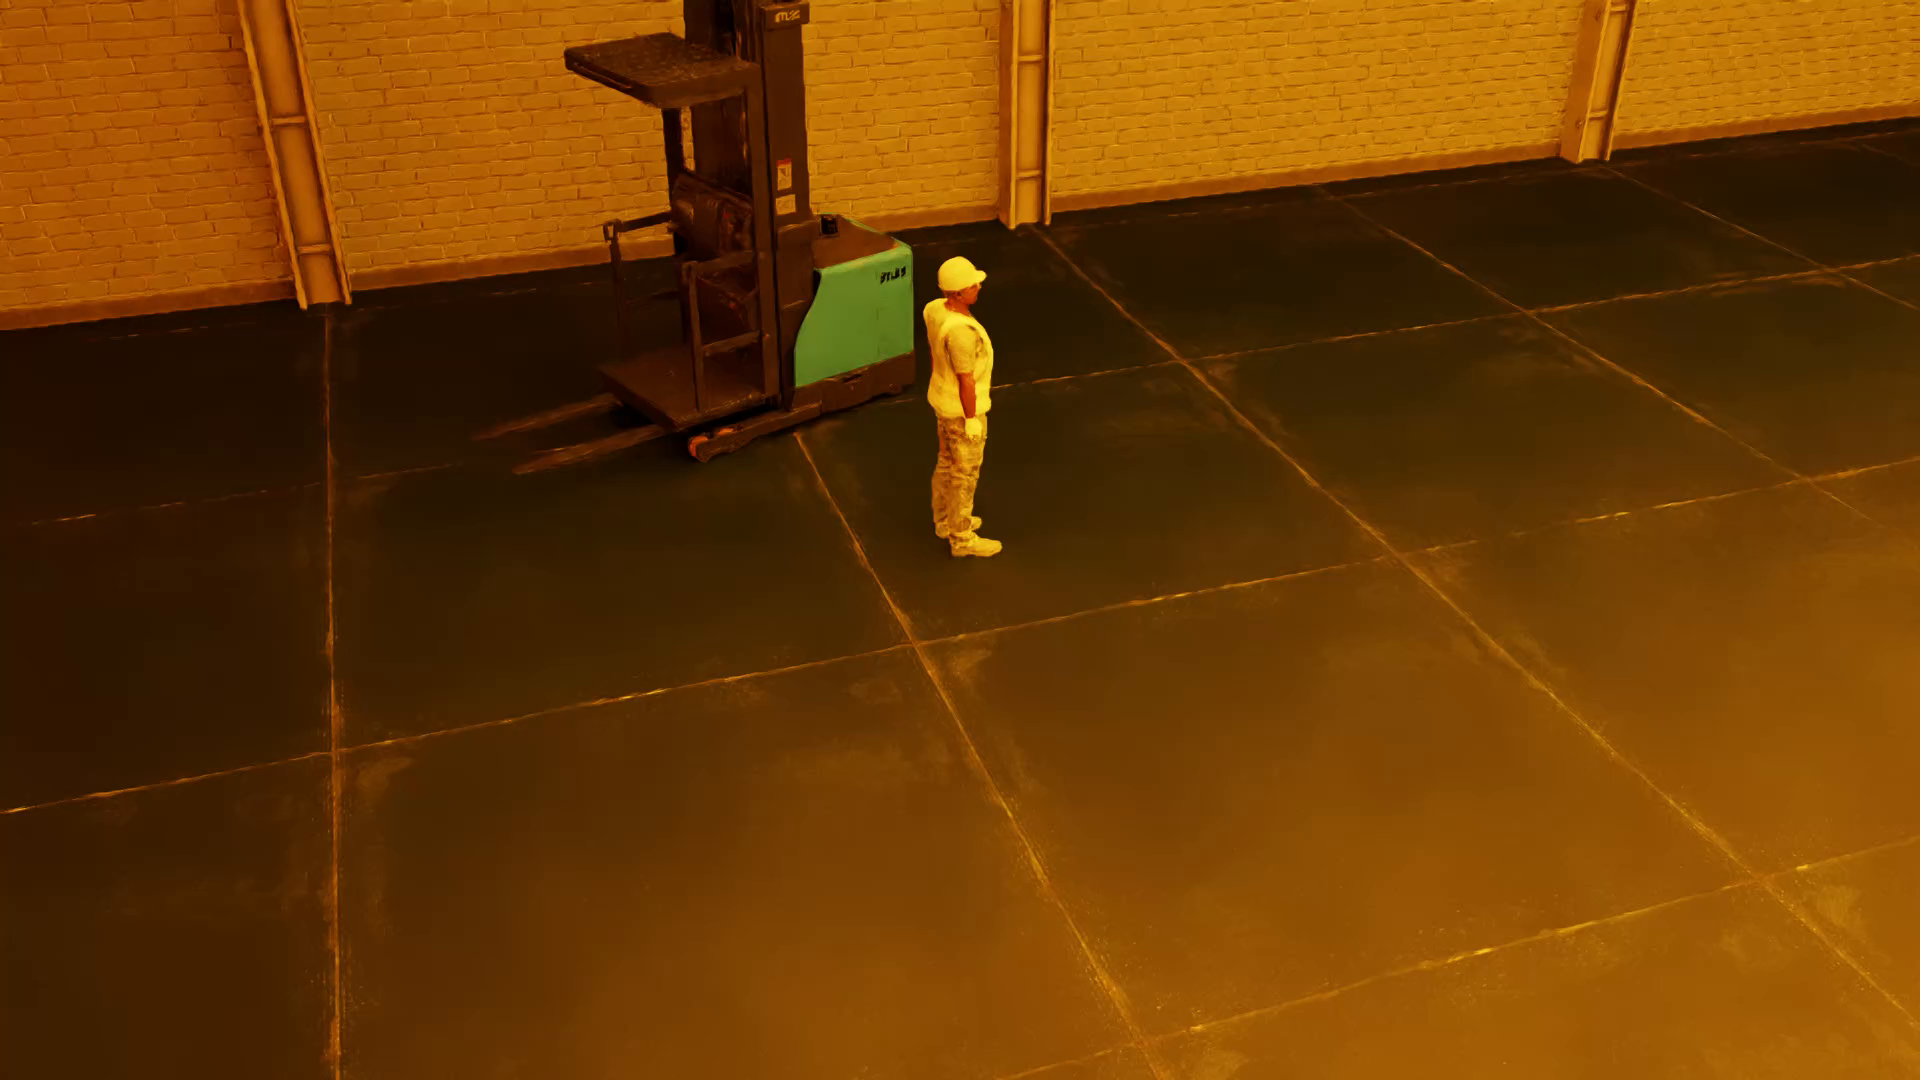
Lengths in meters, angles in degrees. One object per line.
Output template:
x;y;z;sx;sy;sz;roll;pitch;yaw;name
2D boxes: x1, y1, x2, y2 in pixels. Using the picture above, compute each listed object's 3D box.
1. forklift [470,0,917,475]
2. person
-1.778;-2.084;10.709;3.031;2.935;1.130;-22;36;-33;forklift
0.012;-0.777;9.585;0.365;1.790;0.546;-10;31;-16;person
